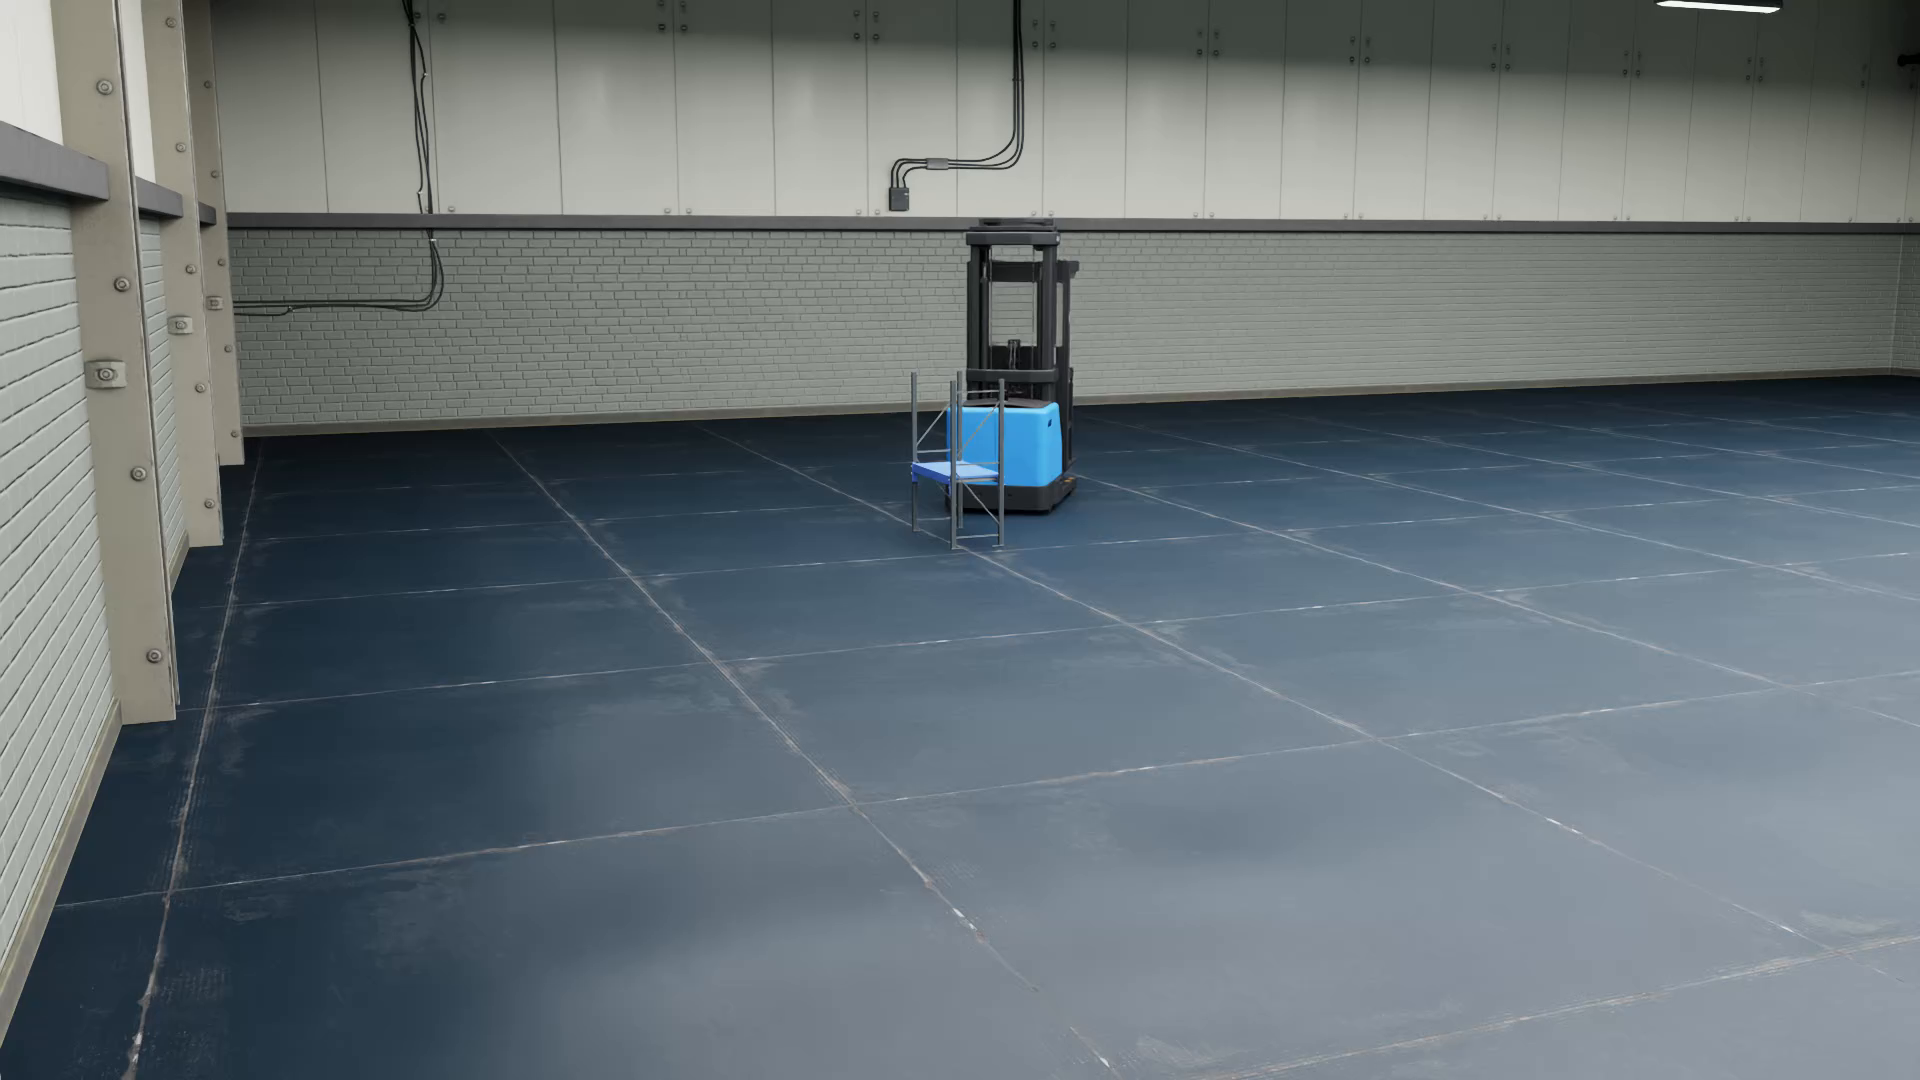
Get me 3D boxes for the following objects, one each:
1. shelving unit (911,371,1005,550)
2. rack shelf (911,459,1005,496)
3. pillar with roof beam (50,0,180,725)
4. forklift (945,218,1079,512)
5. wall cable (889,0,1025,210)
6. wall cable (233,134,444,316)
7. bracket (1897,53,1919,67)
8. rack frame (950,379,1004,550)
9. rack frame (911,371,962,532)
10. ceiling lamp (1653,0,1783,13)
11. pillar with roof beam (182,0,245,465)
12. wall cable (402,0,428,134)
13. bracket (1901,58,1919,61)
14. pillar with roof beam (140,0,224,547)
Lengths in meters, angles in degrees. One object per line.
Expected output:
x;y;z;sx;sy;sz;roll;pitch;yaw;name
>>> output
-0.031;-0.752;15.197;0.538;1.500;1.048;-4;11;-21;shelving unit
-0.031;-0.575;15.228;0.538;0.185;1.000;-4;11;-21;rack shelf
-0.679;-3.700;10.358;9.100;9.000;0.400;-4;11;-21;pillar with roof beam
0.664;-1.938;17.778;1.130;2.935;3.031;2;10;12;forklift
-0.021;-8.225;26.084;2.305;6.003;0.169;-4;11;-21;wall cable
-8.875;-4.422;23.281;3.097;2.526;0.112;-4;11;-21;wall cable
18.979;-9.589;33.186;0.235;0.232;0.430;-4;11;-21;bracket
0.153;-0.669;14.730;0.500;1.500;0.032;-4;11;-21;rack frame
-0.215;-0.835;15.663;0.500;1.500;0.032;-4;11;-21;rack frame
10.254;-8.848;22.627;2.000;3.185;0.800;-4;11;-21;ceiling lamp
-5.028;-5.659;21.370;9.100;9.000;0.400;-4;11;-21;pillar with roof beam
-6.354;-7.080;23.804;3.097;2.526;0.112;-4;11;-21;wall cable
19.193;-9.493;32.644;0.076;0.066;3.189;-4;11;-21;bracket
-2.854;-4.680;15.864;9.100;9.000;0.400;-4;11;-21;pillar with roof beam
